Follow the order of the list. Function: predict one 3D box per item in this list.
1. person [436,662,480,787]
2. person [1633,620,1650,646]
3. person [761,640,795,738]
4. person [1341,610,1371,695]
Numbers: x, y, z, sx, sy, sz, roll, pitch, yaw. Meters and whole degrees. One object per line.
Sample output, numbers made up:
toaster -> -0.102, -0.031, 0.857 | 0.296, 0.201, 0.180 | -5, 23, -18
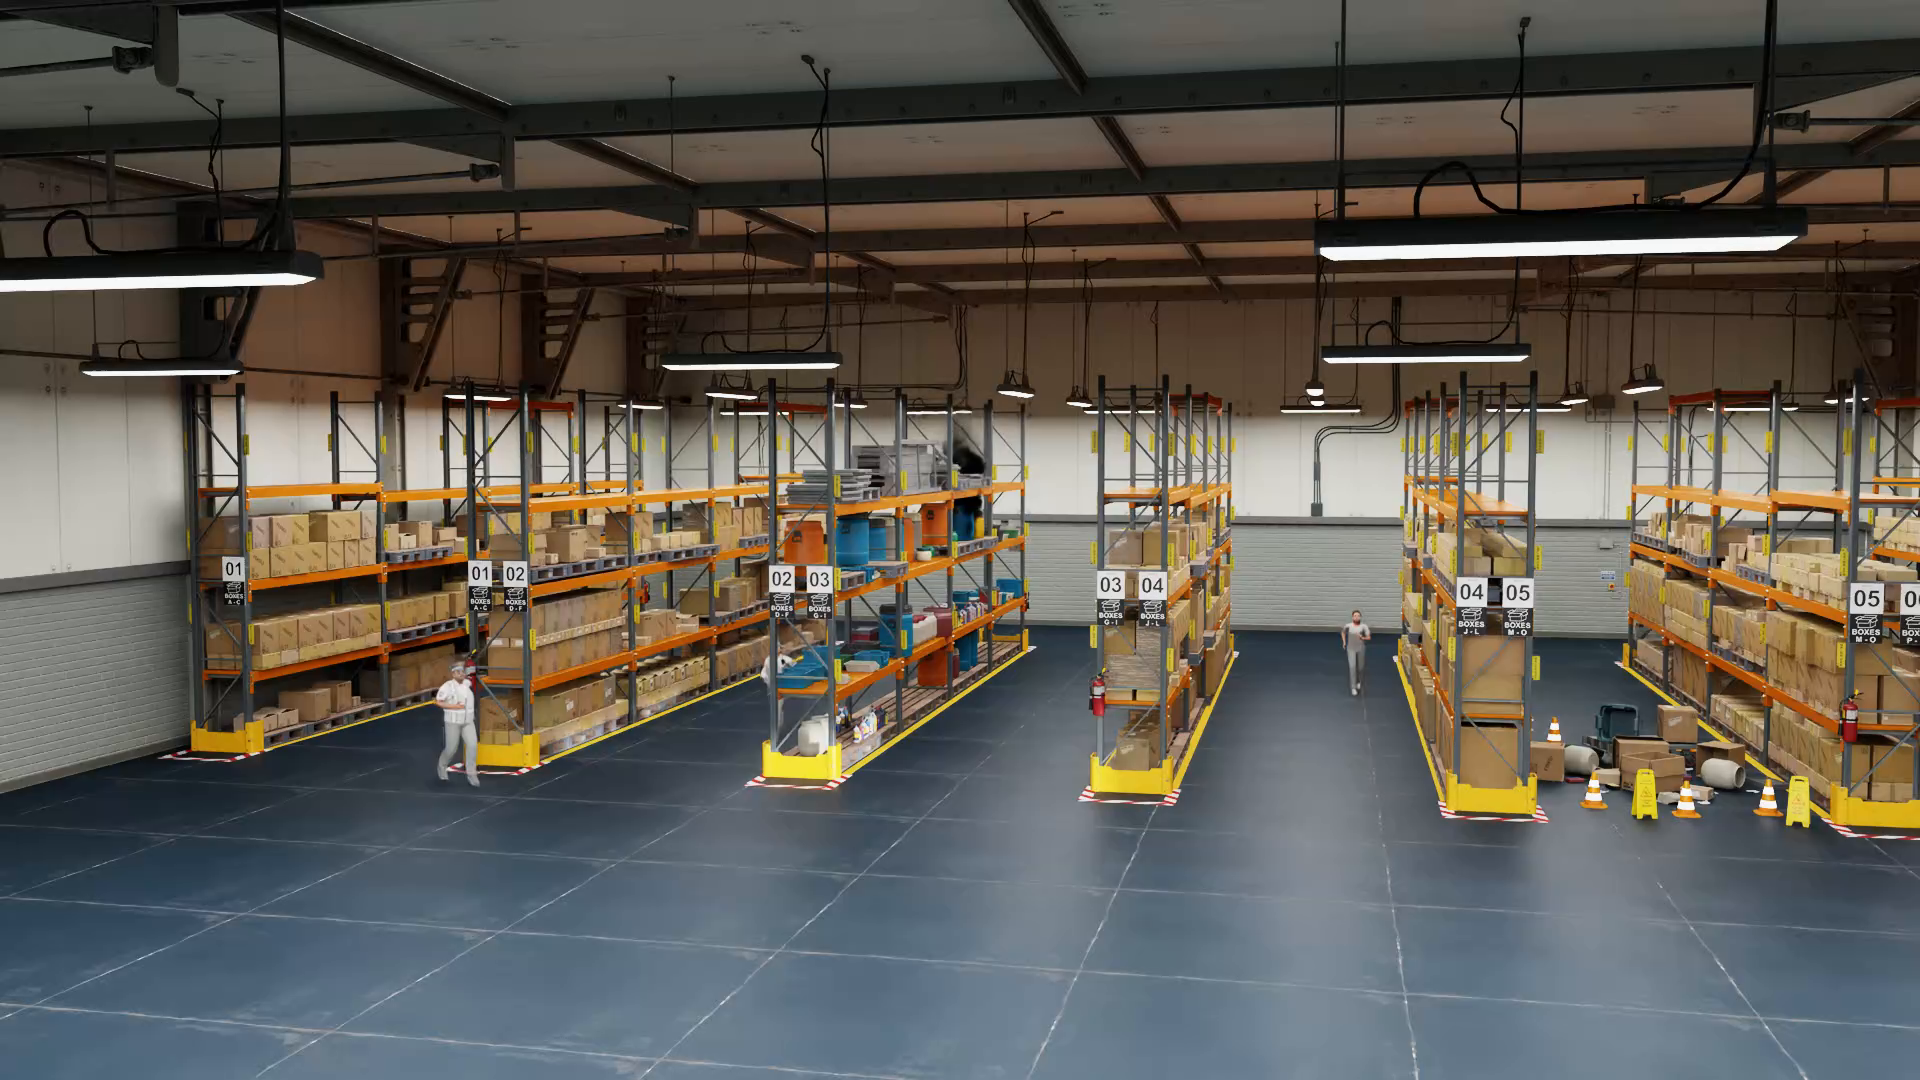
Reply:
person -> -7.422, 2.707, 24.594 | 0.666, 1.816, 0.859 | -3, 5, -44
person -> 15.874, 1.994, 38.738 | 0.518, 1.594, 0.647 | 3, 4, 38
person -> -3.121, 2.530, 28.555 | 0.630, 1.661, 0.938 | 1, 3, 12
person -> 7.954, 2.237, 33.396 | 0.565, 1.646, 0.970 | 1, 3, 10
